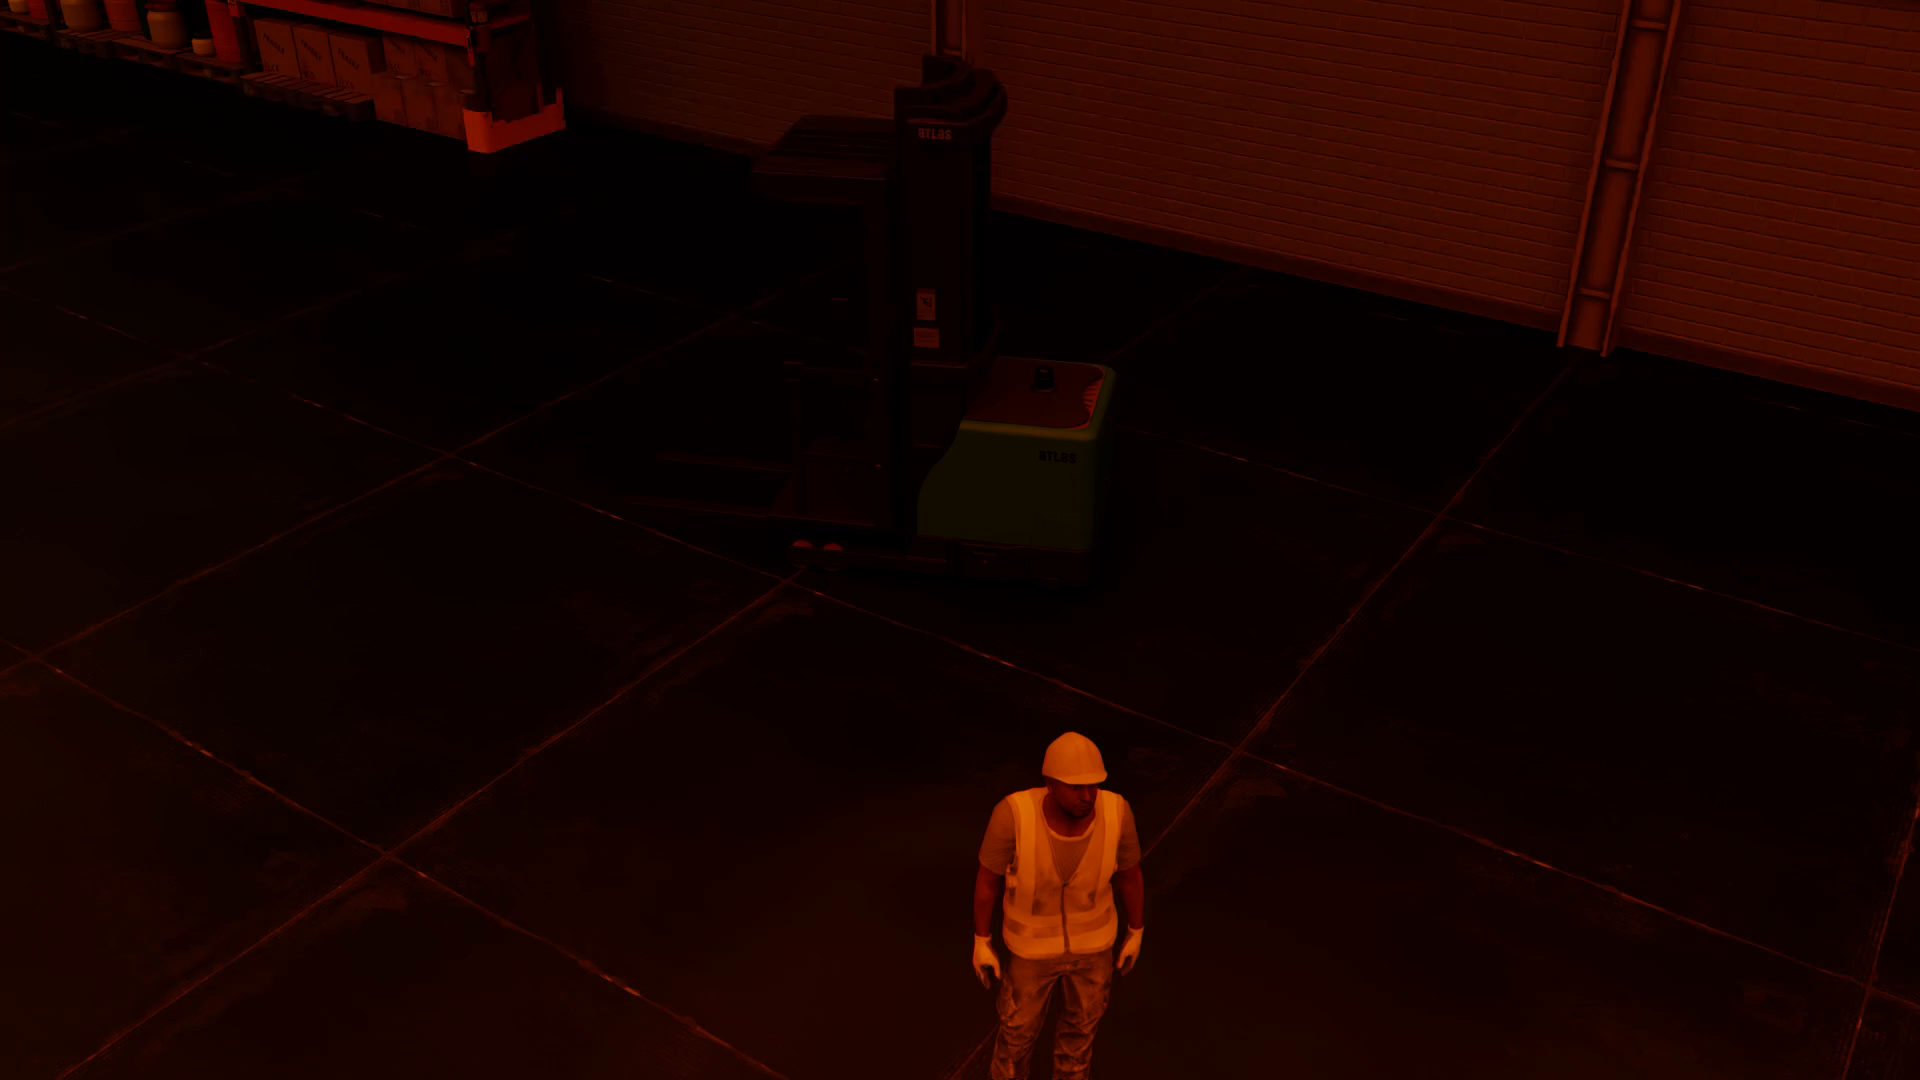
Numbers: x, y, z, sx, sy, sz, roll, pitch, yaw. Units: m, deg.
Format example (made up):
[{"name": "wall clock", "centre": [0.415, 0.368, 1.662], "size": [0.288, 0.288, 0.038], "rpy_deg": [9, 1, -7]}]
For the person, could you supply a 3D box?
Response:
[{"name": "person", "centre": [0.372, 1.516, 6.111], "size": [0.652, 1.791, 0.535], "rpy_deg": [-4, 30, -7]}]

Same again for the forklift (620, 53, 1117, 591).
[{"name": "forklift", "centre": [-0.596, -1.330, 9.871], "size": [3.031, 2.935, 1.130], "rpy_deg": [6, 31, 10]}]
